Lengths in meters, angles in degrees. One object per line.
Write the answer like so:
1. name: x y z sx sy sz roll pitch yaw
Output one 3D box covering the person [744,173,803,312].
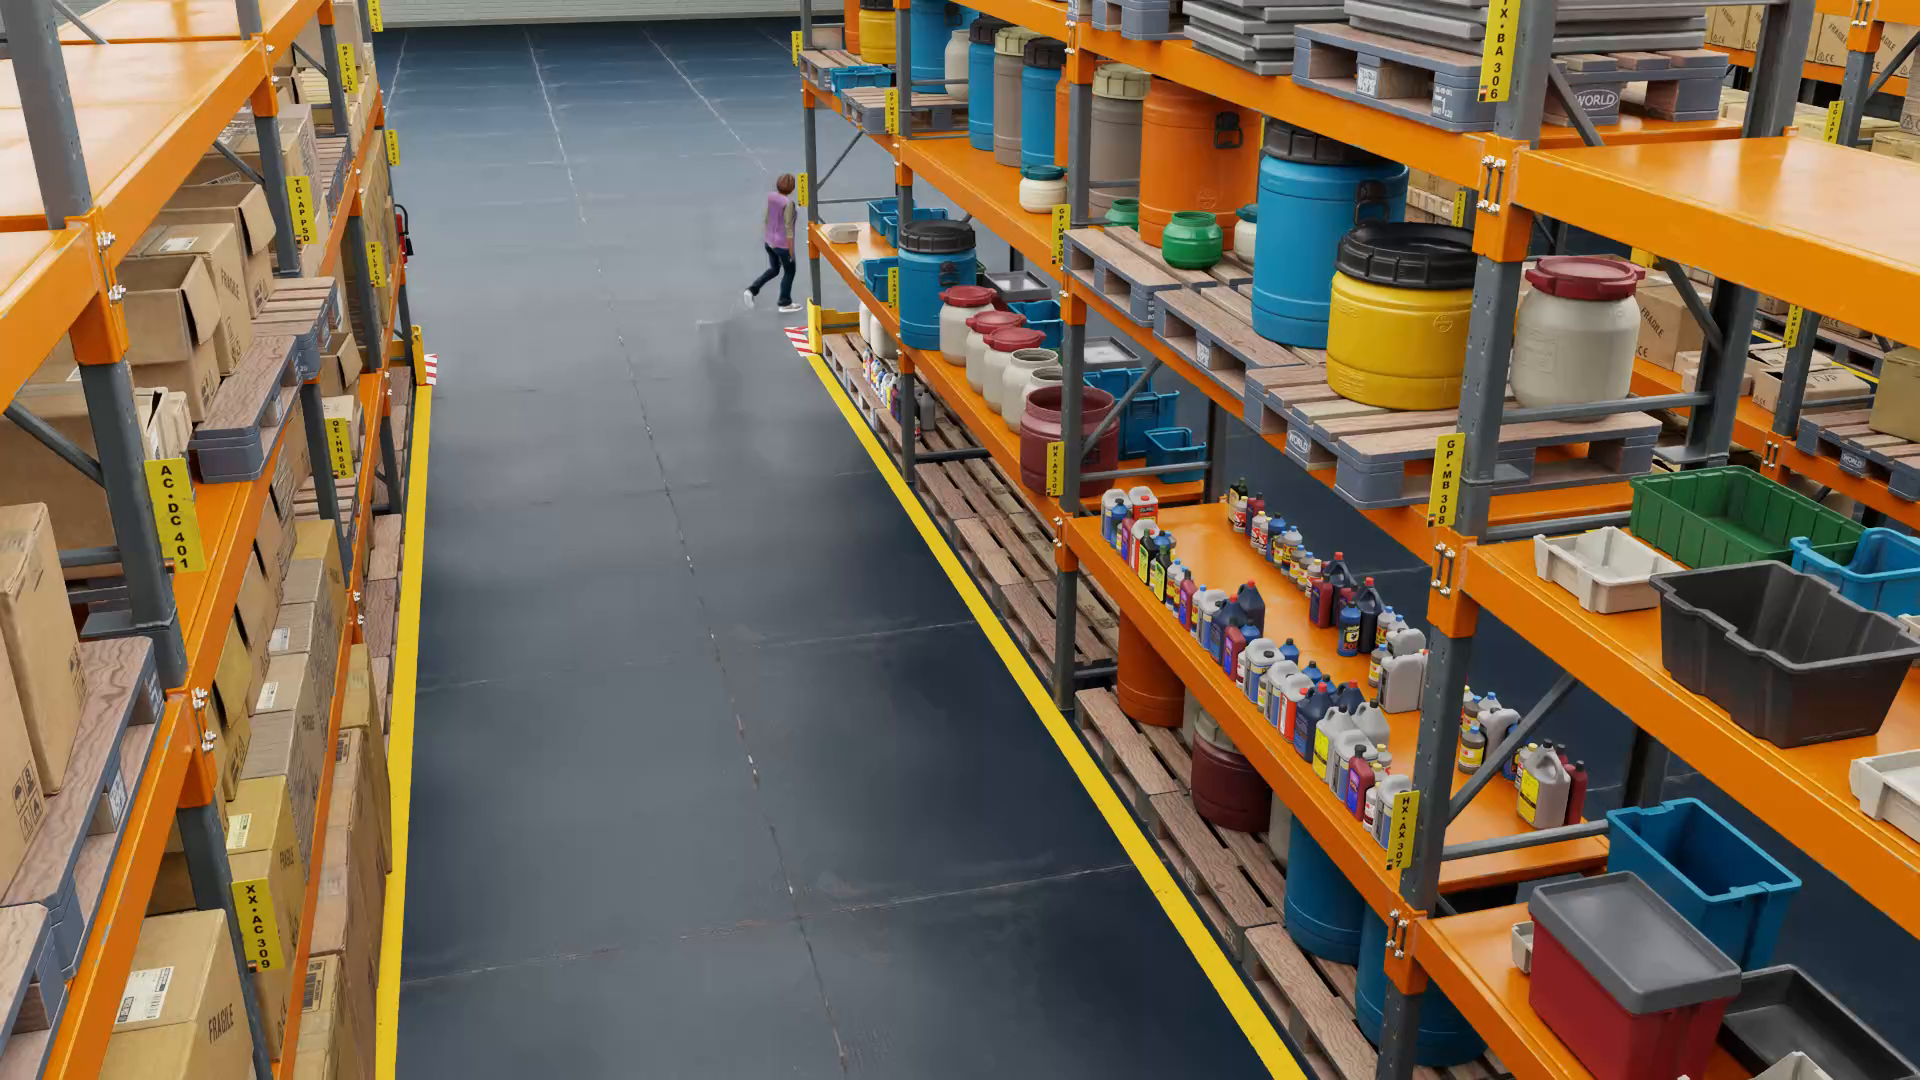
1. person: -2.006 -3.150 18.087 0.700 1.457 0.456 -17 29 -35
